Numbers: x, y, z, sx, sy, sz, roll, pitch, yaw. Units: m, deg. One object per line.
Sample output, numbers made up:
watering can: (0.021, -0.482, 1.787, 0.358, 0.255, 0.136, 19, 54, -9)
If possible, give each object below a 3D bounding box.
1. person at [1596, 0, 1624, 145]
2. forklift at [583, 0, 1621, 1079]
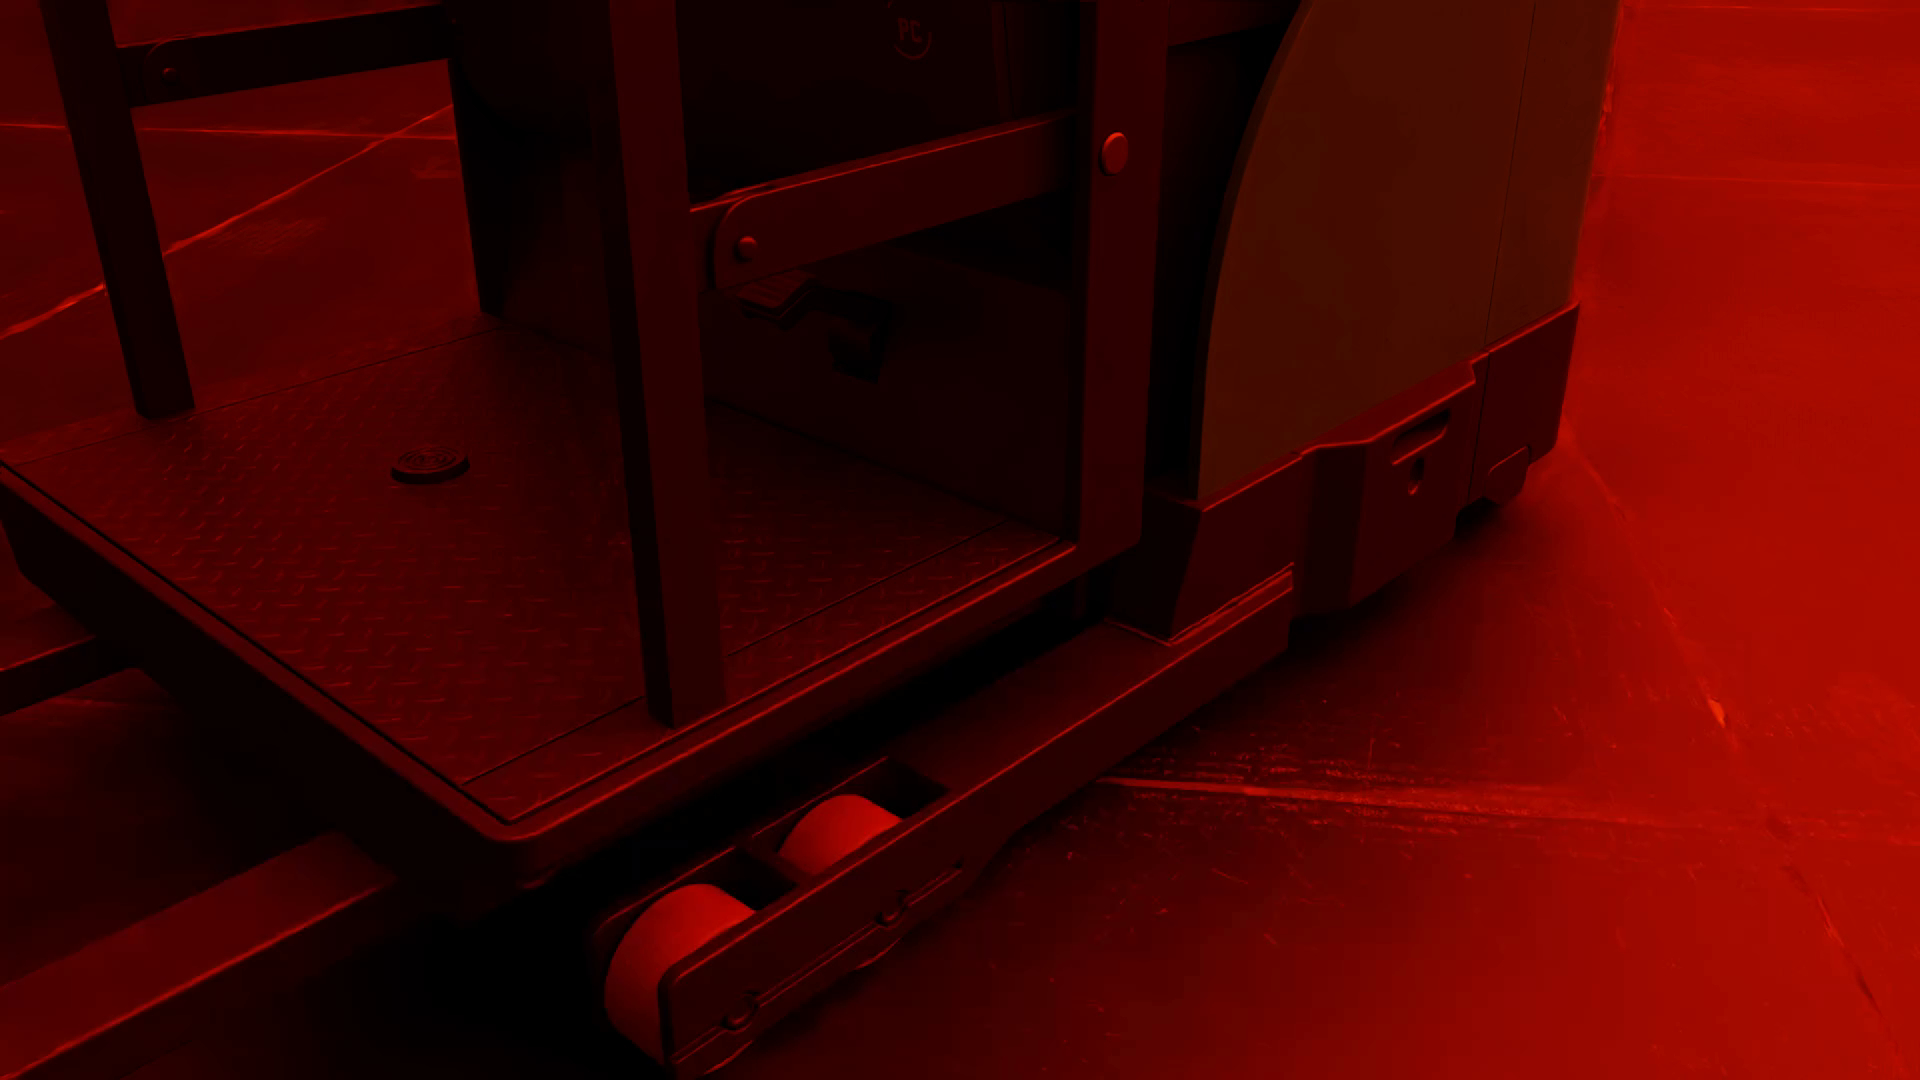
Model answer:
person: (1.607, -1.849, 4.310, 1.004, 1.792, 0.529, 4, 27, 7)
forklift: (-0.044, -1.222, 1.764, 1.129, 2.843, 1.939, 22, 34, 37)
